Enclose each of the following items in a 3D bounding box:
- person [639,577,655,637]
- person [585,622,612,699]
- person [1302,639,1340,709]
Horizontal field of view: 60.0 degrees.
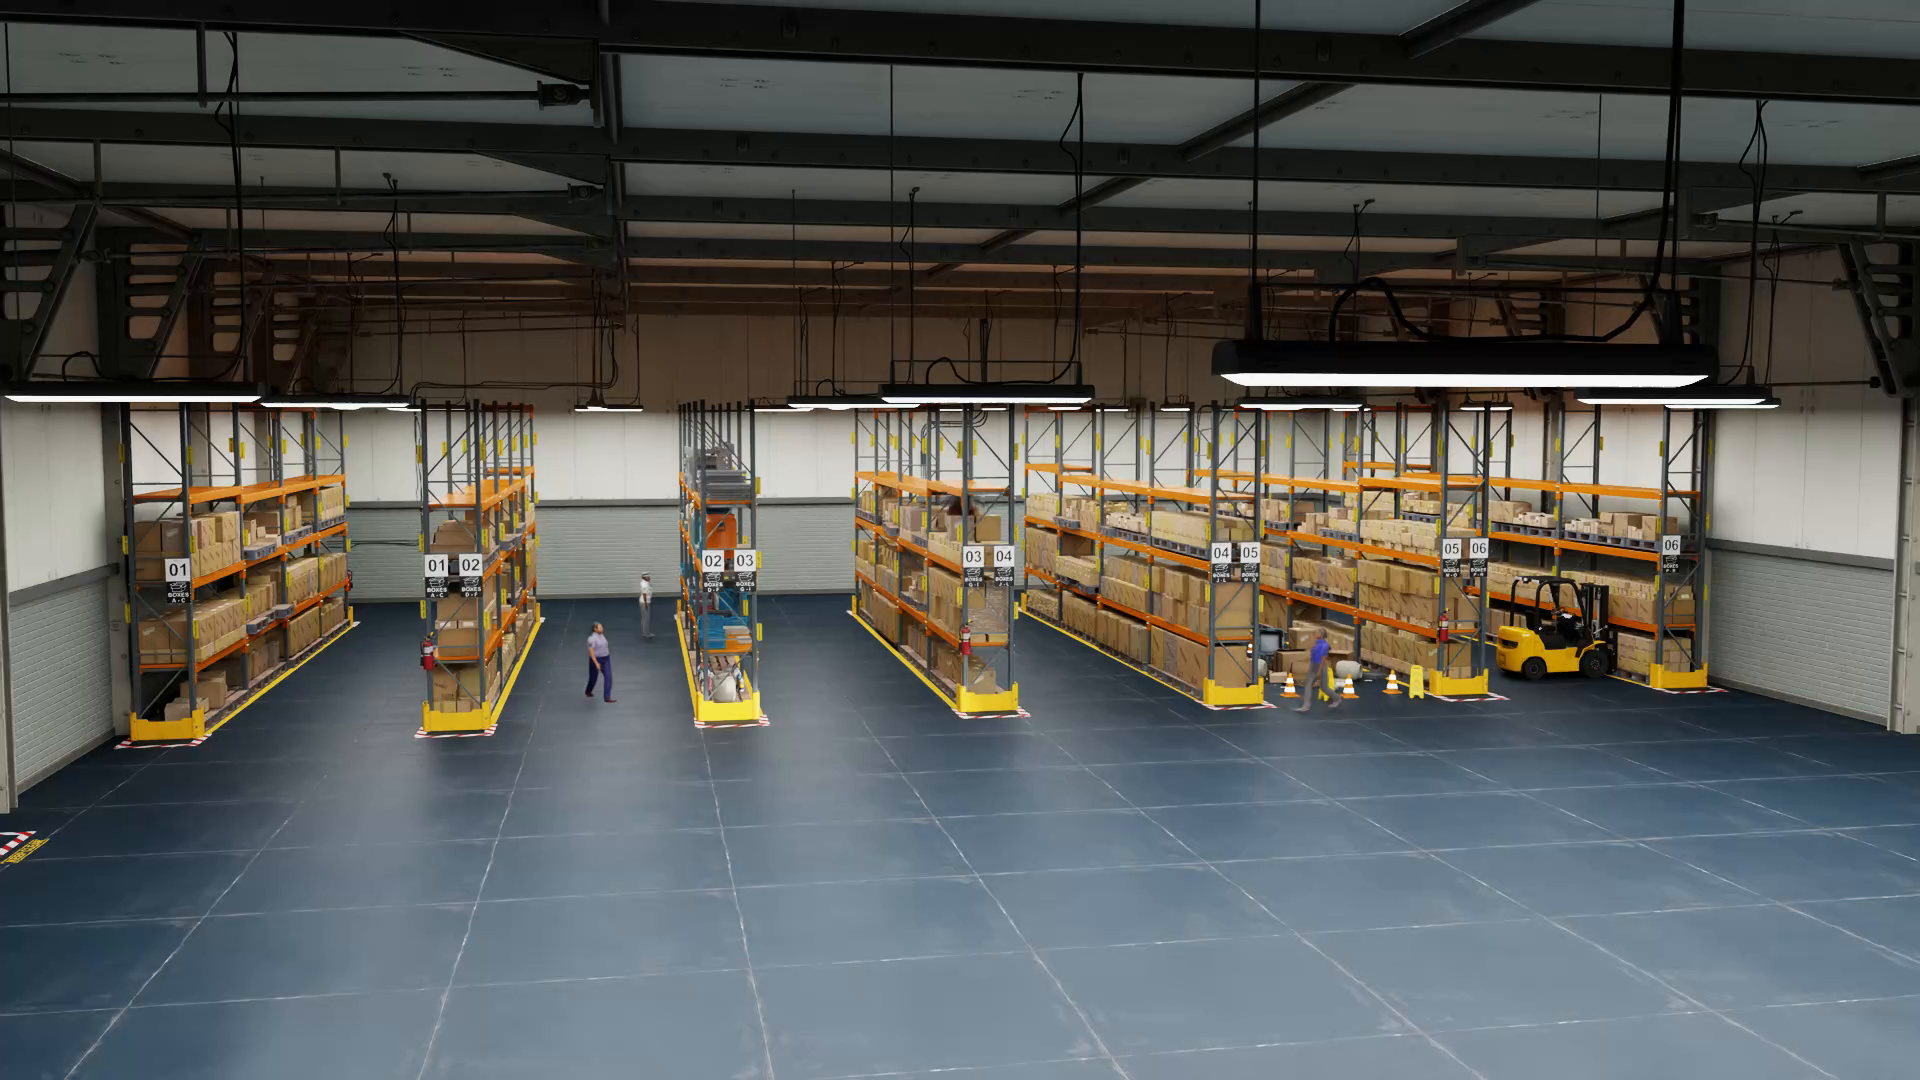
[{"bbox_3d":[-8.052,1.655,42.813,0.398,1.661,0.516,-1,4,-9],"label":"person"},{"bbox_3d":[-7.223,2.395,33.110,0.465,1.540,0.738,-3,5,-32],"label":"person"},{"bbox_3d":[6.963,2.572,32.041,0.745,1.359,0.423,-3,5,-31],"label":"person"}]
